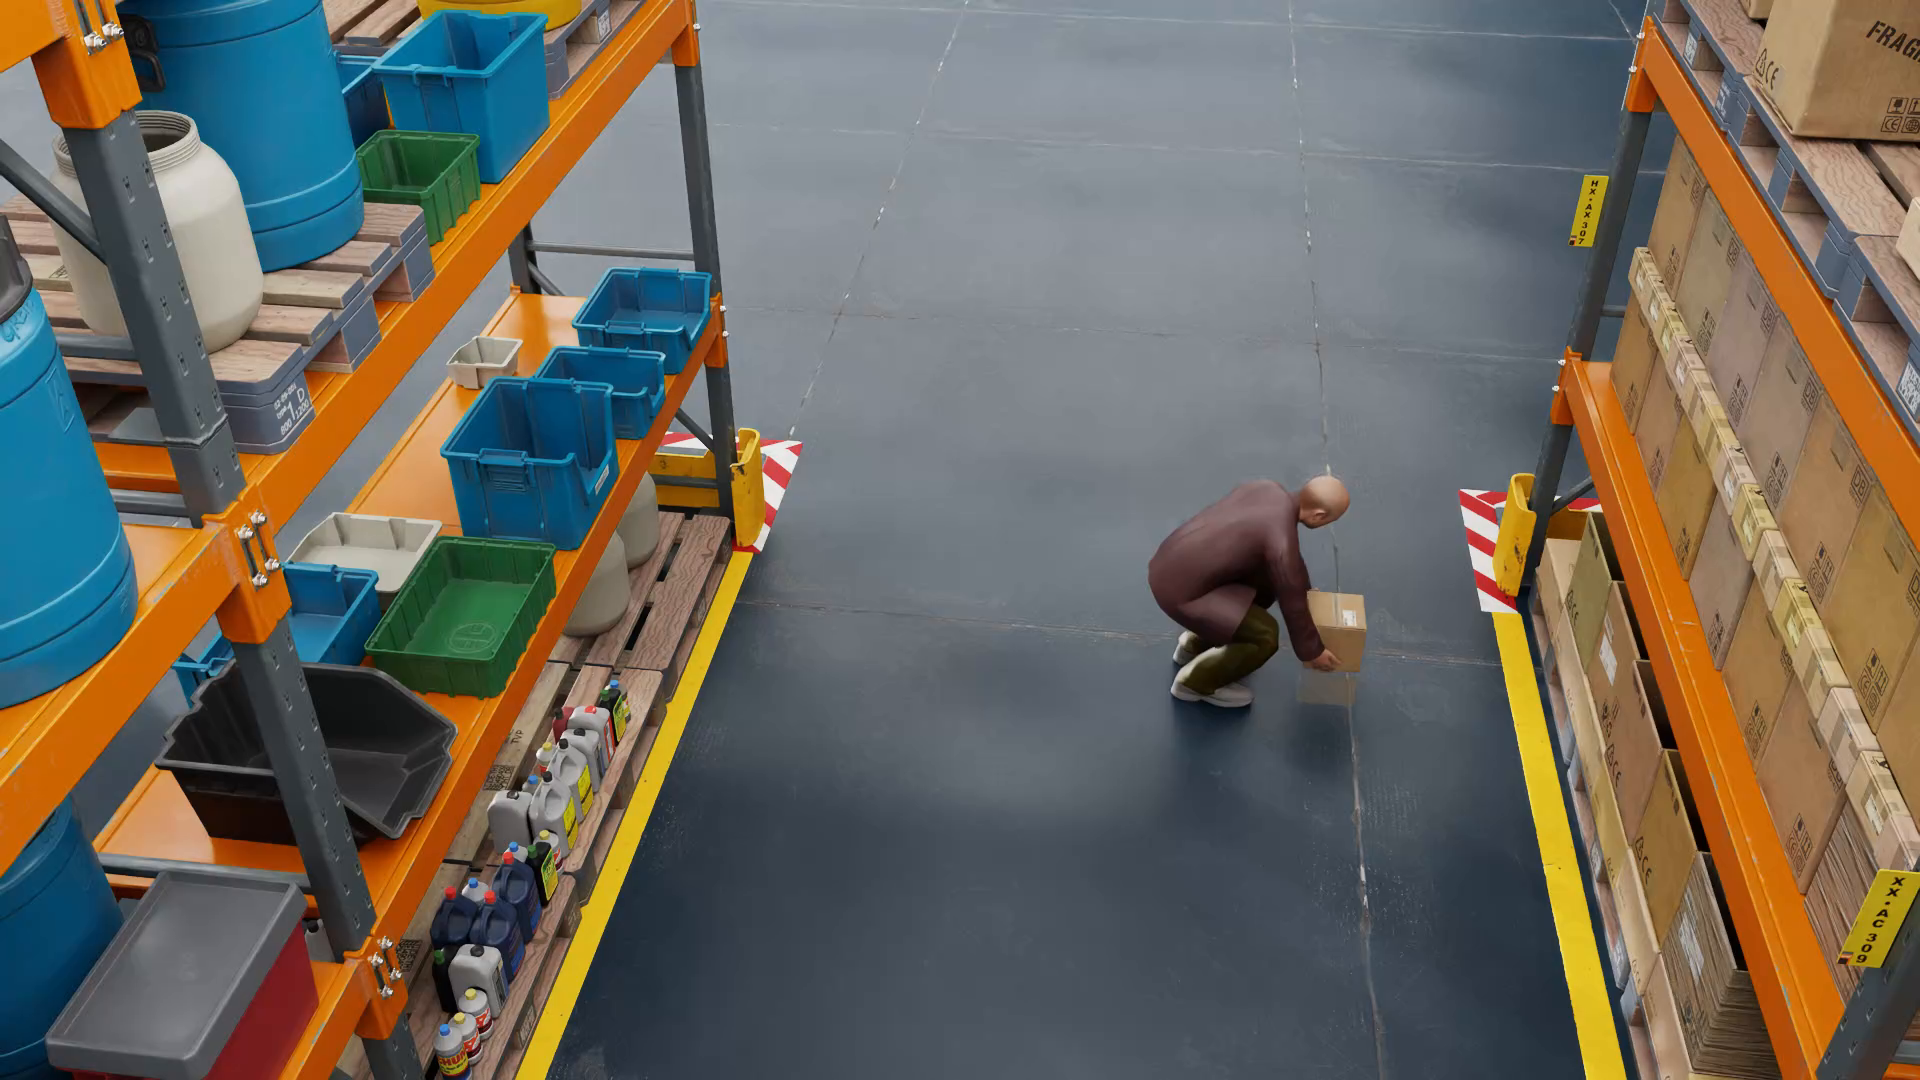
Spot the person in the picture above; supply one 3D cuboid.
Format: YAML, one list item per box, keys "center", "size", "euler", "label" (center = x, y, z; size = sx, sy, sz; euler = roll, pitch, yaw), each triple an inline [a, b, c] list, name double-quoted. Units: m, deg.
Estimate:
- center: [1.268, 0.192, 7.375]
  size: [0.873, 1.094, 0.616]
  euler: [4, 36, 6]
  label: "person"
